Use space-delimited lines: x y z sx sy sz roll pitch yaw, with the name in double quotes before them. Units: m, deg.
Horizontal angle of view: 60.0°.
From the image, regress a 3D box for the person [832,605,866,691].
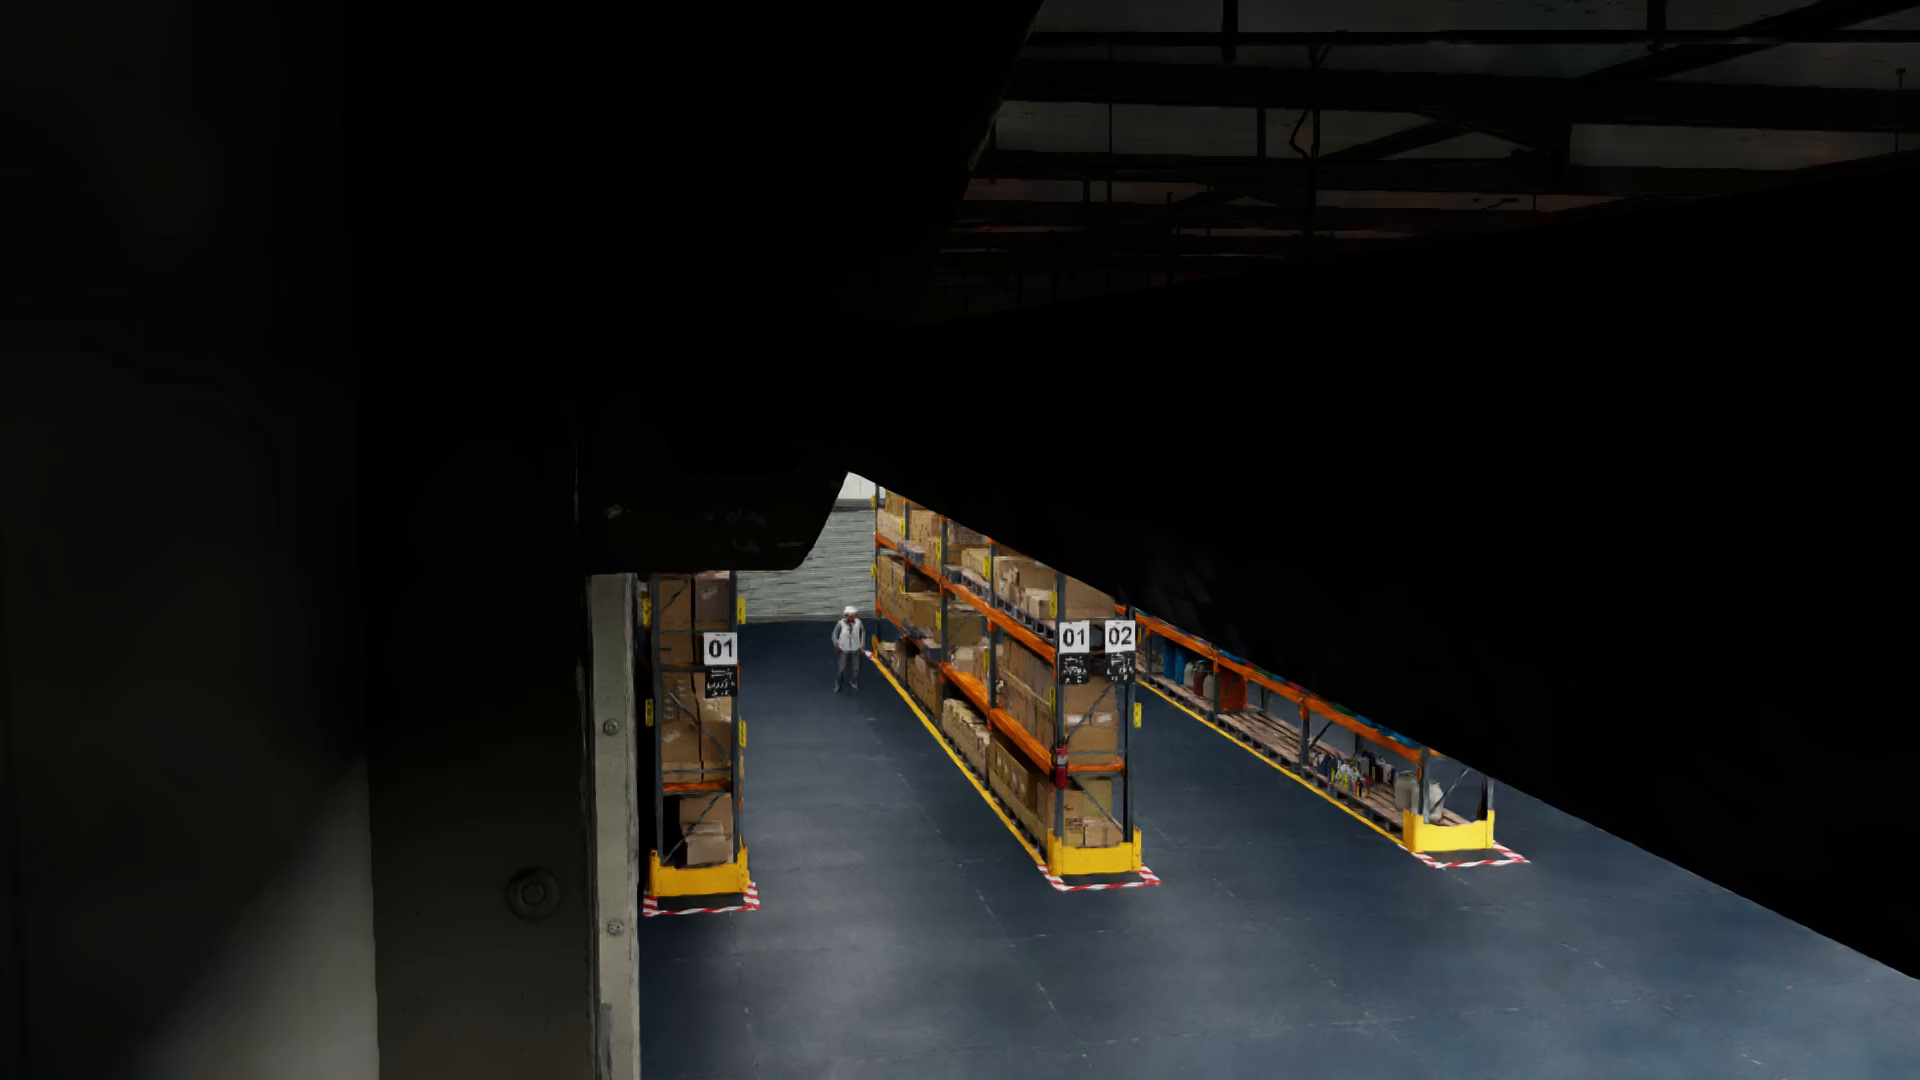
"person" -2.185 2.126 32.699 0.672 1.726 0.574 -1 6 -13
